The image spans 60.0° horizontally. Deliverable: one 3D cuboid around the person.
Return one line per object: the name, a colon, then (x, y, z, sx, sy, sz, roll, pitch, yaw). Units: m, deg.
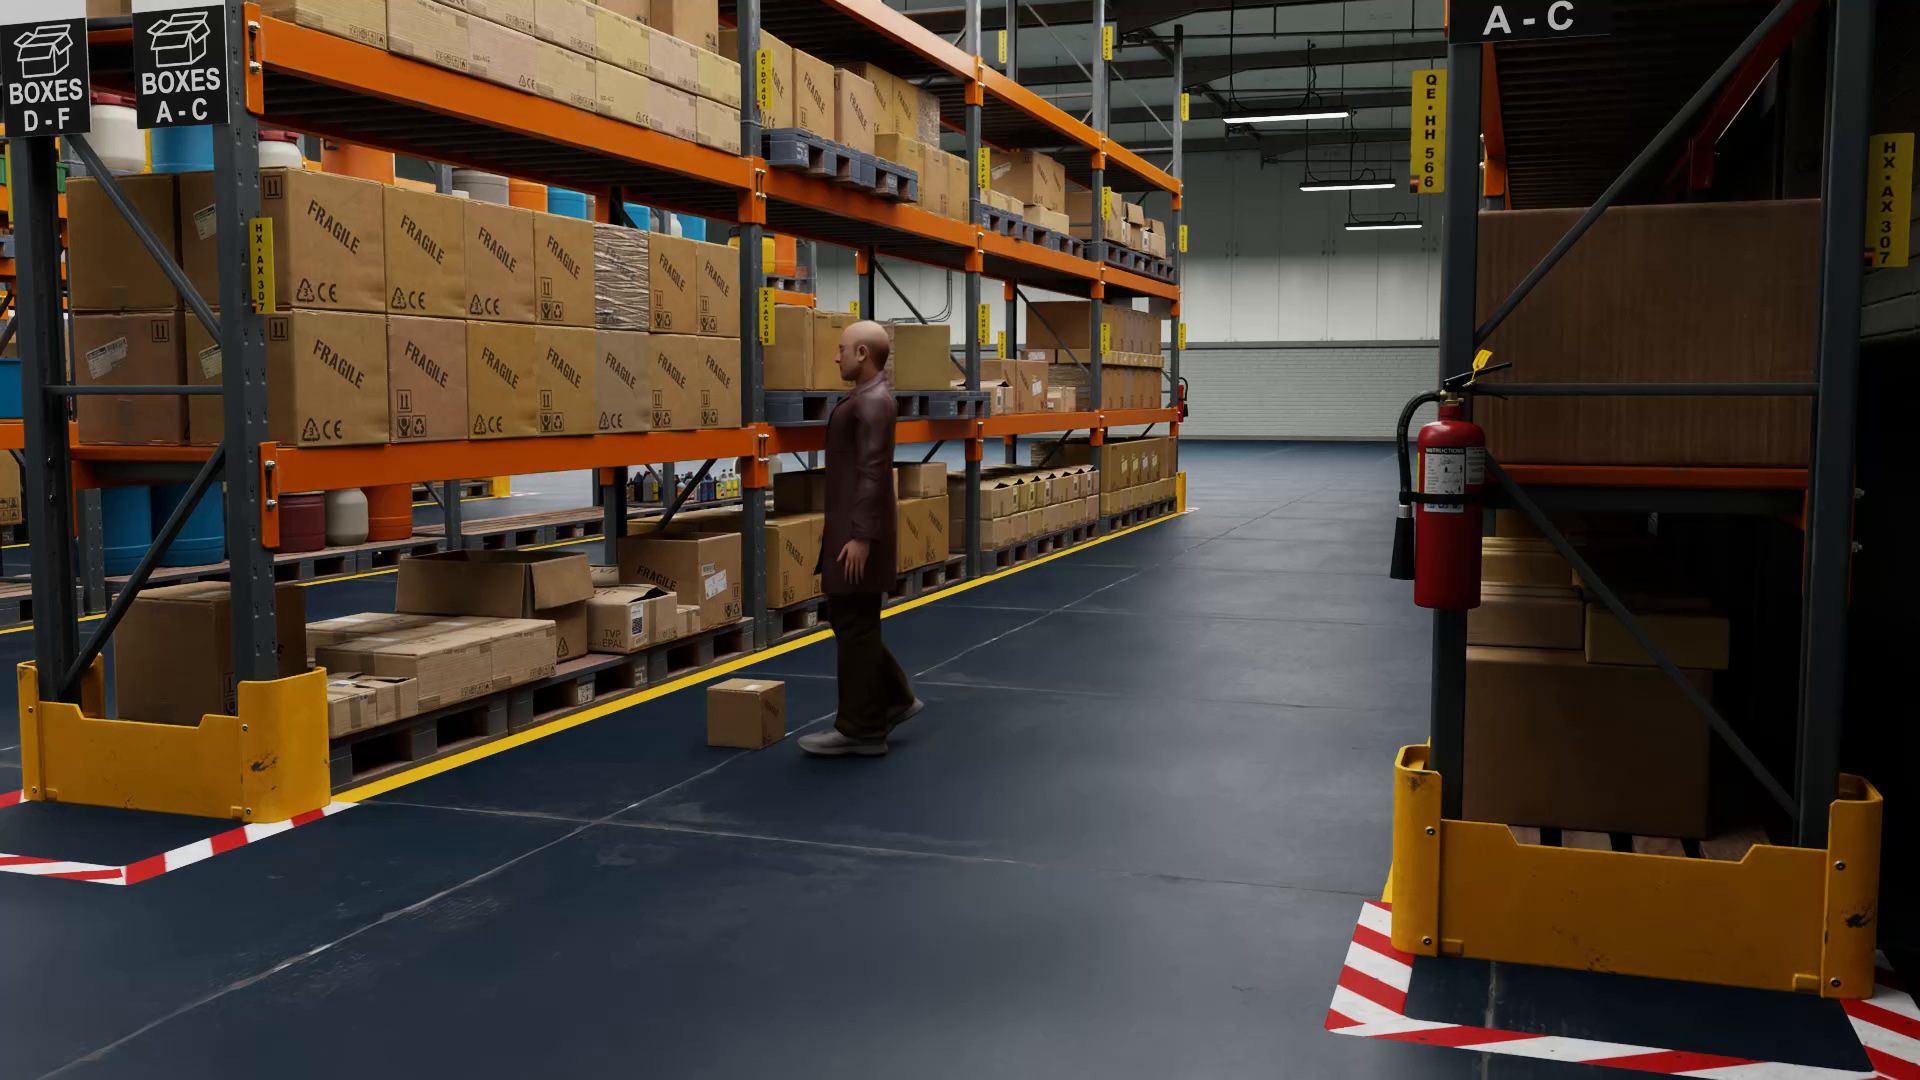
person: (-0.414, 0.005, 6.909, 0.515, 1.816, 0.620, 0, 5, 1)
